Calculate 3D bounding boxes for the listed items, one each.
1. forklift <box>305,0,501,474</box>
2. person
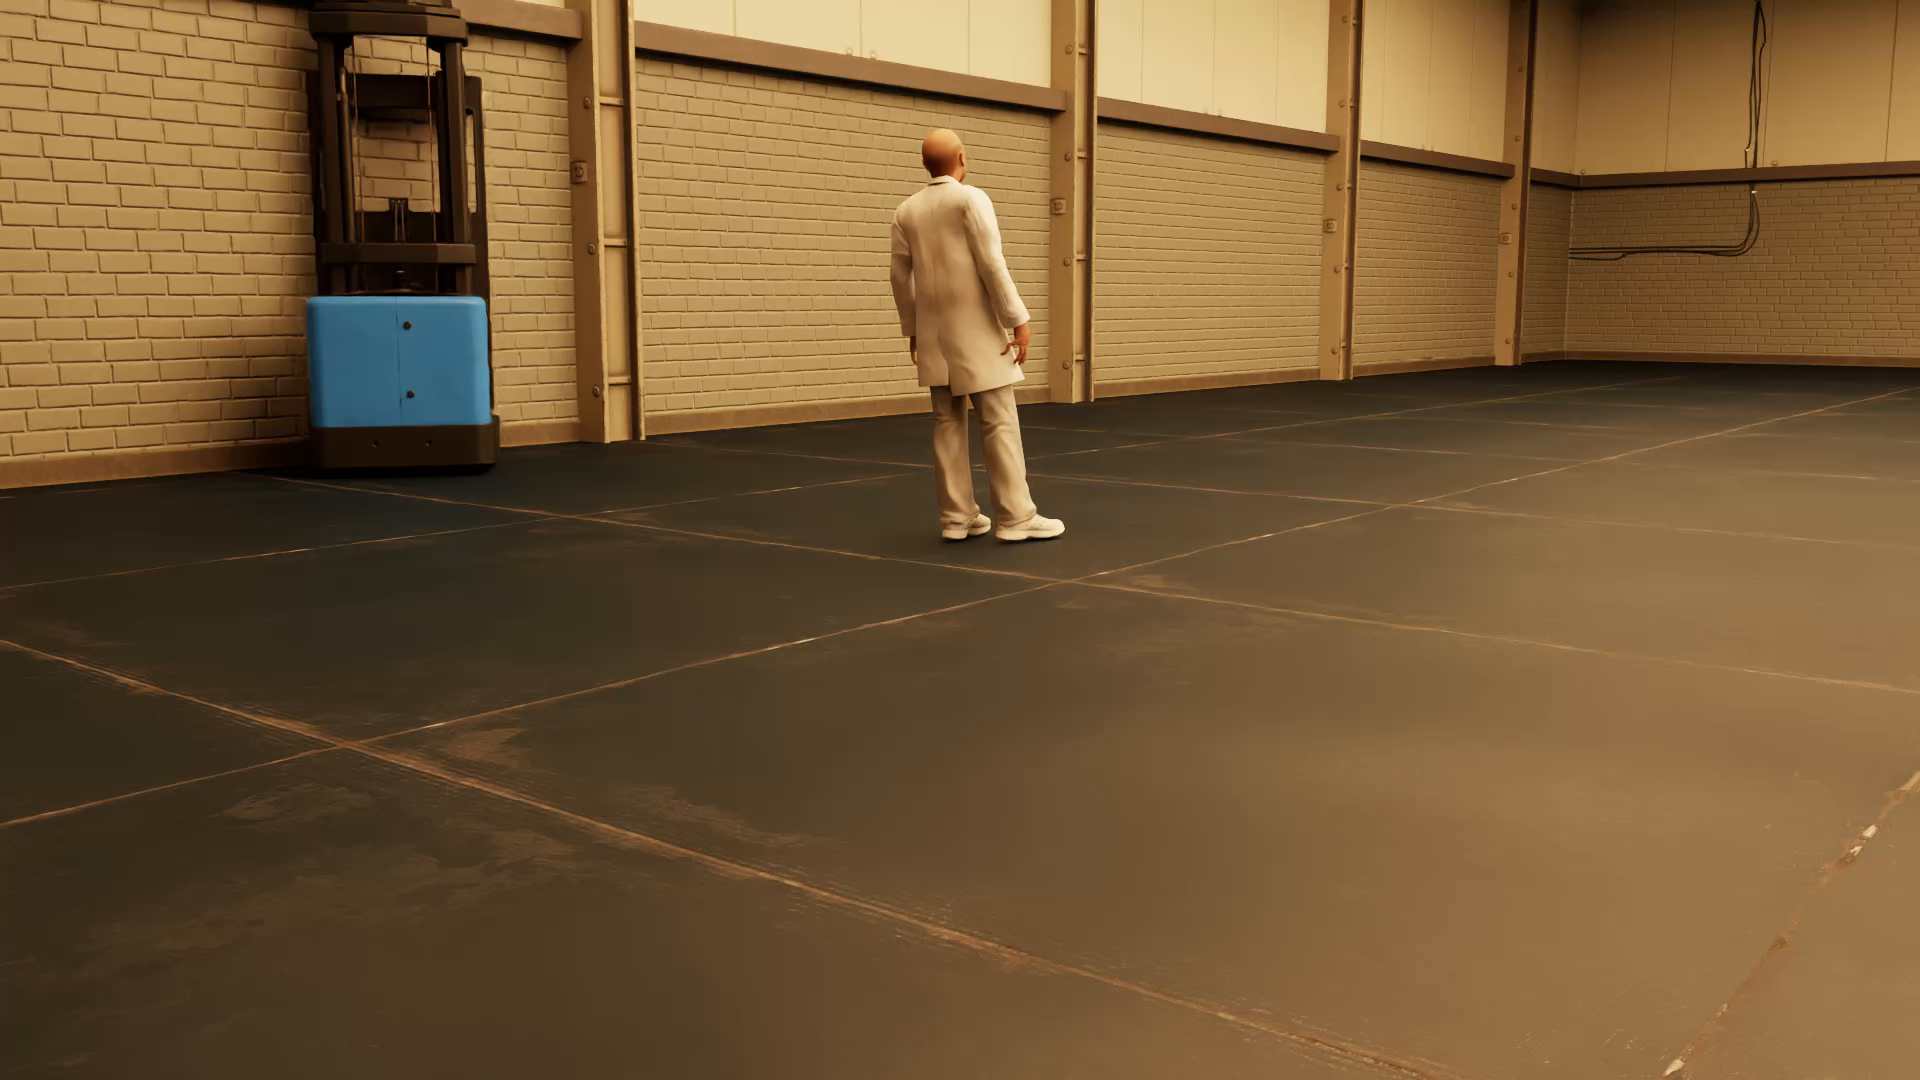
[{"bbox_3d":[-3.731,-2.028,11.142,1.130,2.935,3.031,-2,9,-16],"label":"forklift"},{"bbox_3d":[0.060,-0.897,7.342,0.696,1.776,0.581,7,11,38],"label":"person"}]
